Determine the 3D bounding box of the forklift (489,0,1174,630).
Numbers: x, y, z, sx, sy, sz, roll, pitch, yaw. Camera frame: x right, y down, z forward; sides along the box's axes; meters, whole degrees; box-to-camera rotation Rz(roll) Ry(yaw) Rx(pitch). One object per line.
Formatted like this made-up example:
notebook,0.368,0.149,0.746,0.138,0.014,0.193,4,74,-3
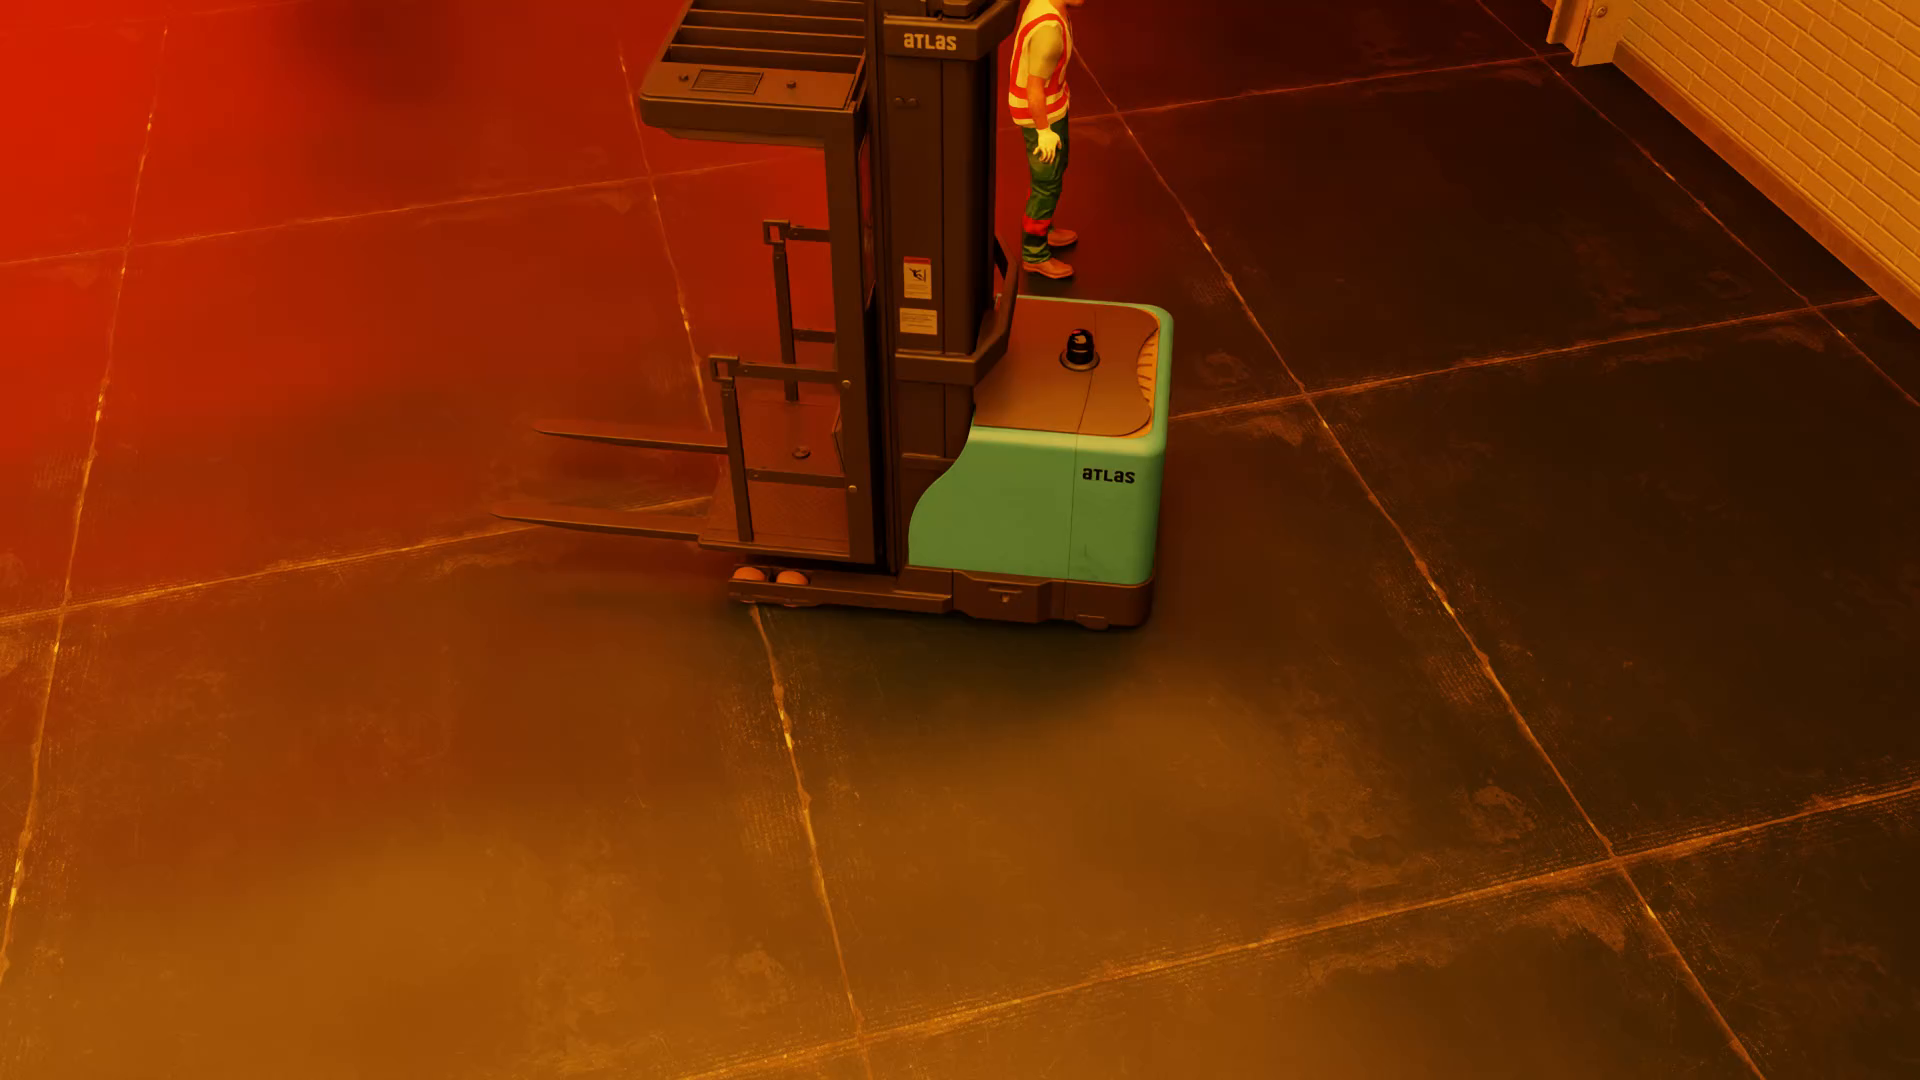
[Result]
forklift,-0.605,-1.120,6.830,3.031,2.935,1.130,5,44,5

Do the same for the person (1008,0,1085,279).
person,0.487,-2.286,8.907,0.451,1.777,0.618,6,44,6
